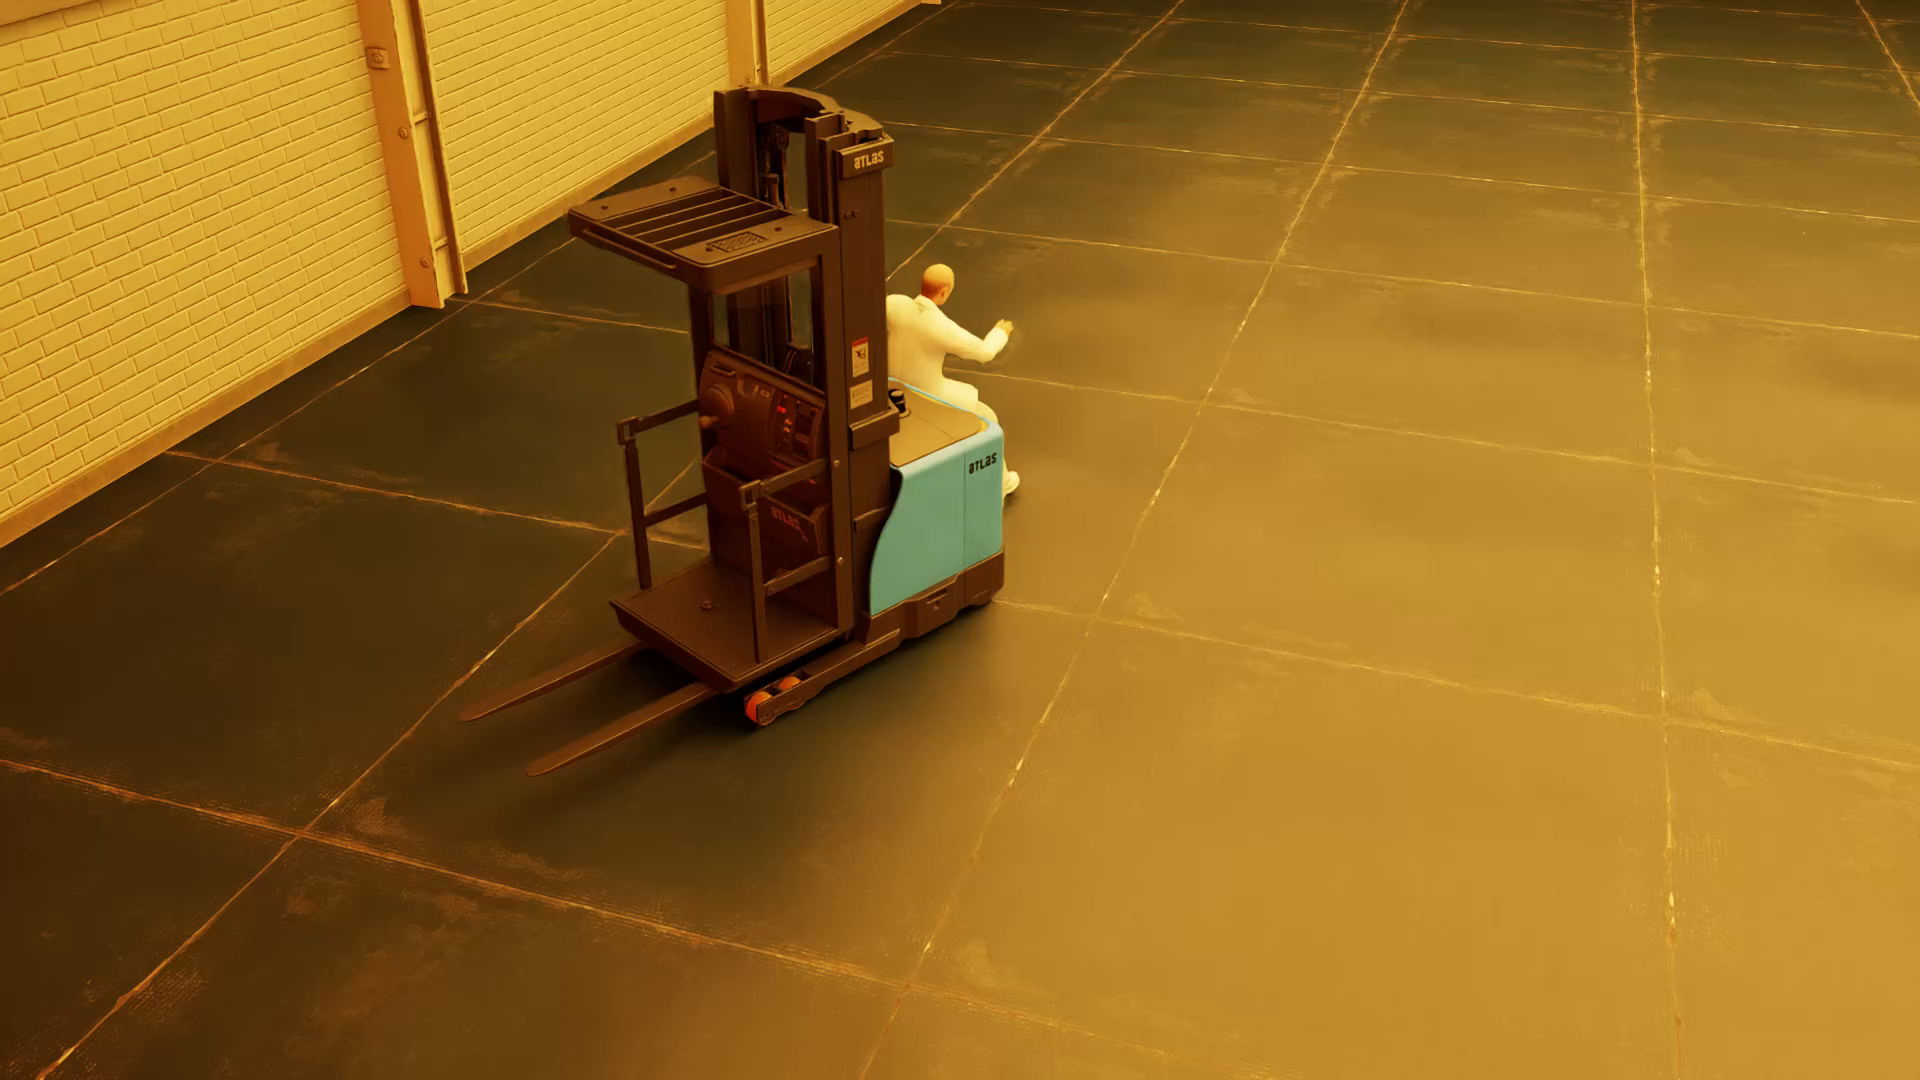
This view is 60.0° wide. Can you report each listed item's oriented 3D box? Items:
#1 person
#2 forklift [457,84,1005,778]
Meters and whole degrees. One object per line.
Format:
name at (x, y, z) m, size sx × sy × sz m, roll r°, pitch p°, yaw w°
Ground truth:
person at (-0.086, -1.045, 10.371) m, size 0.912 × 1.539 × 0.818 m, roll 18°, pitch 34°, yaw 28°
forklift at (-1.150, -0.623, 8.229) m, size 3.031 × 2.935 × 1.130 m, roll -26°, pitch 39°, yaw -38°
